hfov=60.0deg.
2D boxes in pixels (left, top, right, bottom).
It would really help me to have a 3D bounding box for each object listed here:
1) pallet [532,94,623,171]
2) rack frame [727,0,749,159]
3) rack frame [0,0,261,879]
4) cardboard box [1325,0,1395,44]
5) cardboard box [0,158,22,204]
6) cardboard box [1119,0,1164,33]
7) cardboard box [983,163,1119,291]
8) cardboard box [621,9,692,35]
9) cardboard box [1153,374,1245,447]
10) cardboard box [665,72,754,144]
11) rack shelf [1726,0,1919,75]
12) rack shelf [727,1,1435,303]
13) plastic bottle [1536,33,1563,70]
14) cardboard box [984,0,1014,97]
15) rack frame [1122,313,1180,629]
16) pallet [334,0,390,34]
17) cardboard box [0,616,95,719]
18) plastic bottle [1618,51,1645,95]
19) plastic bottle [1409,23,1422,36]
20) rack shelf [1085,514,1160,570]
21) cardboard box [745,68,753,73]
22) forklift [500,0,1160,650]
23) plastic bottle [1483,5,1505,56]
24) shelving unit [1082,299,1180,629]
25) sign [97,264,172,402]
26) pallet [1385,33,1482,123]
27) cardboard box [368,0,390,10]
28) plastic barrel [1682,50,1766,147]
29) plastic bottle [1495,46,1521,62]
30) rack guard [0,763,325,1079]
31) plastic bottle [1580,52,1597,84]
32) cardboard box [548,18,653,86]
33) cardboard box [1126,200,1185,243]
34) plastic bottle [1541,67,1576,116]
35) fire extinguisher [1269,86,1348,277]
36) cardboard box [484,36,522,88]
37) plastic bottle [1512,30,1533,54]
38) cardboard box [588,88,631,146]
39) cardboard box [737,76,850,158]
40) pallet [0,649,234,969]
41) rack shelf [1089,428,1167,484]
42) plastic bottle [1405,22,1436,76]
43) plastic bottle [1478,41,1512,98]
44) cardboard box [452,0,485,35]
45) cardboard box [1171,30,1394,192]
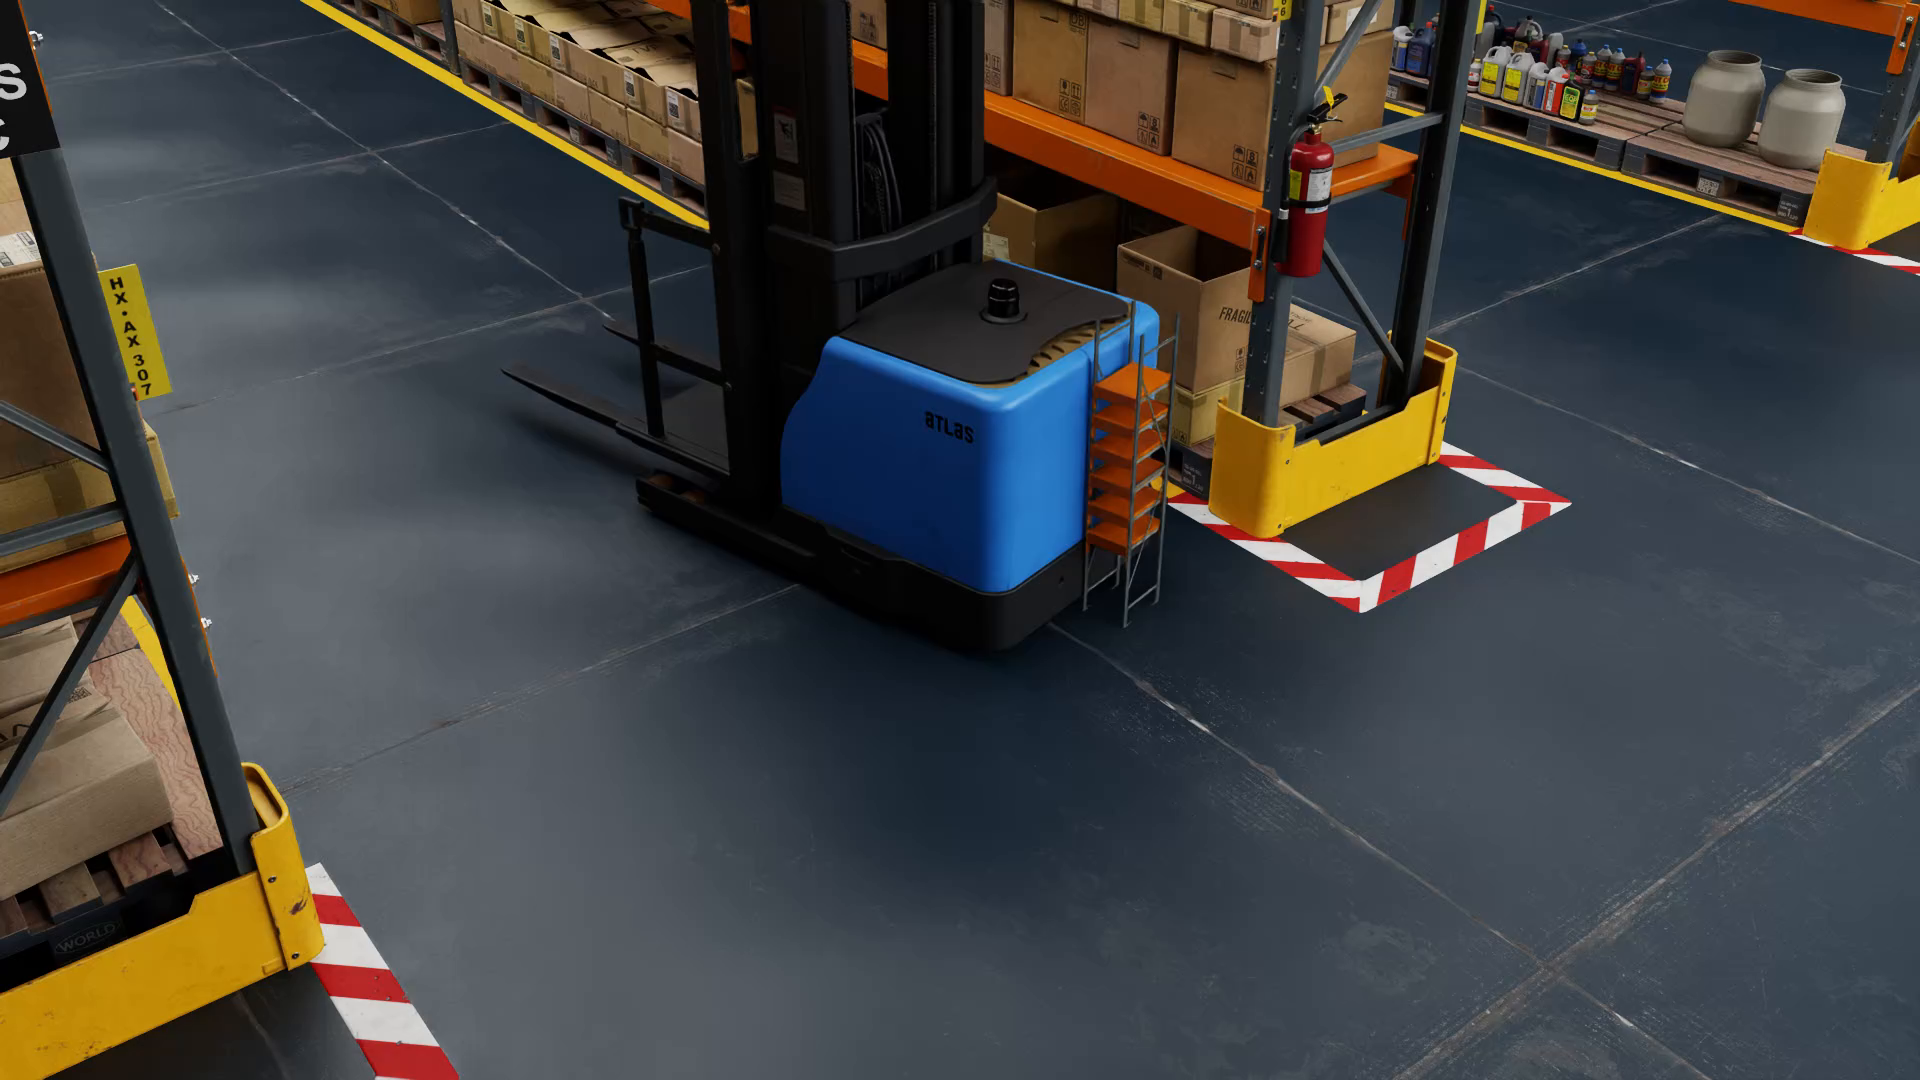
[{"bbox_3d":[-2.123,-2.822,11.094,1.003,0.211,1.213,-22,38,-31],"label":"pallet"},{"bbox_3d":[-0.889,-3.203,9.065,1.000,3.000,0.127,-22,38,-31],"label":"rack frame"},{"bbox_3d":[-2.346,0.068,3.798,1.000,3.000,0.127,-22,38,-31],"label":"rack frame"},{"bbox_3d":[1.494,-2.088,6.559,0.380,0.149,0.250,-23,38,-32],"label":"cardboard box"},{"bbox_3d":[-2.697,-0.701,4.448,0.500,0.500,0.500,-22,38,-31],"label":"cardboard box"},{"bbox_3d":[0.861,-2.167,6.687,0.380,0.149,0.250,-23,38,-32],"label":"cardboard box"},{"bbox_3d":[0.376,-1.405,7.666,0.500,0.500,0.500,-22,38,-31],"label":"cardboard box"},{"bbox_3d":[-1.889,-3.345,10.970,0.500,0.311,0.500,-21,38,-30],"label":"cardboard box"},{"bbox_3d":[1.002,-0.675,7.201,0.500,0.250,0.500,-22,38,-31],"label":"cardboard box"},{"bbox_3d":[-1.363,-2.528,9.654,0.500,0.311,0.500,-22,38,-31],"label":"cardboard box"},{"bbox_3d":[4.253,-3.665,10.490,1.077,0.370,4.000,-22,38,-31],"label":"rack shelf"},{"bbox_3d":[0.338,-2.064,7.913,1.077,0.370,4.000,-22,38,-31],"label":"rack shelf"},{"bbox_3d":[4.061,-3.376,11.507,0.152,0.276,0.135,-22,38,-31],"label":"plastic bottle"},{"bbox_3d":[0.337,-2.422,7.712,0.700,0.500,0.500,-21,38,-30],"label":"cardboard box"},{"bbox_3d":[0.683,-0.226,5.976,0.006,1.200,0.240,23,39,32],"label":"rack frame"},{"bbox_3d":[-4.513,-4.517,13.823,1.003,0.211,1.213,-22,38,-31],"label":"pallet"},{"bbox_3d":[-3.049,0.468,5.285,0.500,0.311,0.500,-19,37,-28],"label":"cardboard box"},{"bbox_3d":[4.489,-3.127,11.099,0.061,0.283,0.133,-22,38,-31],"label":"plastic bottle"},{"bbox_3d":[3.179,-3.472,11.654,0.061,0.283,0.133,-22,38,-31],"label":"plastic bottle"},{"bbox_3d":[0.612,-0.014,6.175,0.180,0.103,0.258,23,39,32],"label":"rack shelf"},{"bbox_3d":[-0.945,-2.705,9.939,0.500,0.311,0.500,-22,38,-31],"label":"cardboard box"},{"bbox_3d":[-0.715,-1.481,6.356,3.031,2.935,1.130,23,39,32],"label":"forklift"},{"bbox_3d":[3.767,-3.611,11.815,0.144,0.351,0.185,-24,39,-34],"label":"plastic bottle"},{"bbox_3d":[0.612,-0.256,6.025,0.189,1.200,0.258,23,39,32],"label":"shelving unit"},{"bbox_3d":[-1.918,-0.476,3.852,0.100,0.325,0.005,-22,38,-31],"label":"sign"},{"bbox_3d":[3.405,-3.327,11.906,1.003,0.211,1.213,-22,38,-31],"label":"pallet"},{"bbox_3d":[-4.417,-4.525,13.145,0.500,0.500,0.500,-24,39,-33],"label":"cardboard box"},{"bbox_3d":[4.708,-2.717,10.242,0.421,0.512,0.421,0,32,0],"label":"plastic barrel"},{"bbox_3d":[3.672,-3.166,11.170,0.152,0.276,0.135,-22,38,-31],"label":"plastic bottle"},{"bbox_3d":[-2.393,1.098,4.508,1.175,0.500,0.348,-22,38,-31],"label":"rack guard"},{"bbox_3d":[4.281,-3.218,11.323,0.097,0.201,0.097,0,32,0],"label":"plastic bottle"},{"bbox_3d":[-2.297,-3.162,10.675,0.500,0.311,0.500,-23,38,-32],"label":"cardboard box"},{"bbox_3d":[1.103,-1.369,7.608,0.500,0.500,0.500,-22,38,-31],"label":"cardboard box"},{"bbox_3d":[3.874,-2.905,10.748,0.152,0.276,0.135,-22,38,-31],"label":"plastic bottle"},{"bbox_3d":[1.270,-1.304,6.080,0.296,0.674,0.183,-22,38,-31],"label":"fire extinguisher"},{"bbox_3d":[-2.943,-3.358,11.522,0.500,0.250,0.500,-23,39,-33],"label":"cardboard box"},{"bbox_3d":[3.900,-3.404,11.545,0.061,0.283,0.133,-22,38,-31],"label":"plastic bottle"},{"bbox_3d":[-1.995,-2.717,10.490,0.500,0.250,0.500,-21,38,-30],"label":"cardboard box"},{"bbox_3d":[-0.851,-2.238,9.007,0.500,0.500,0.500,-22,38,-31],"label":"cardboard box"},{"bbox_3d":[-2.863,0.871,5.148,1.003,0.211,1.213,-22,38,-31],"label":"pallet"},{"bbox_3d":[0.612,-0.320,5.985,0.180,0.103,0.258,23,39,32],"label":"rack shelf"},{"bbox_3d":[3.194,-3.395,11.468,0.144,0.351,0.185,-21,38,-30],"label":"plastic bottle"},{"bbox_3d":[3.570,-3.140,11.056,0.144,0.351,0.185,-23,38,-32],"label":"plastic bottle"},{"bbox_3d":[-3.252,-3.806,11.711,0.500,0.311,0.500,-21,37,-30],"label":"cardboard box"},{"bbox_3d":[1.288,-1.778,6.674,0.700,0.500,0.500,-22,38,-31],"label":"cardboard box"}]
